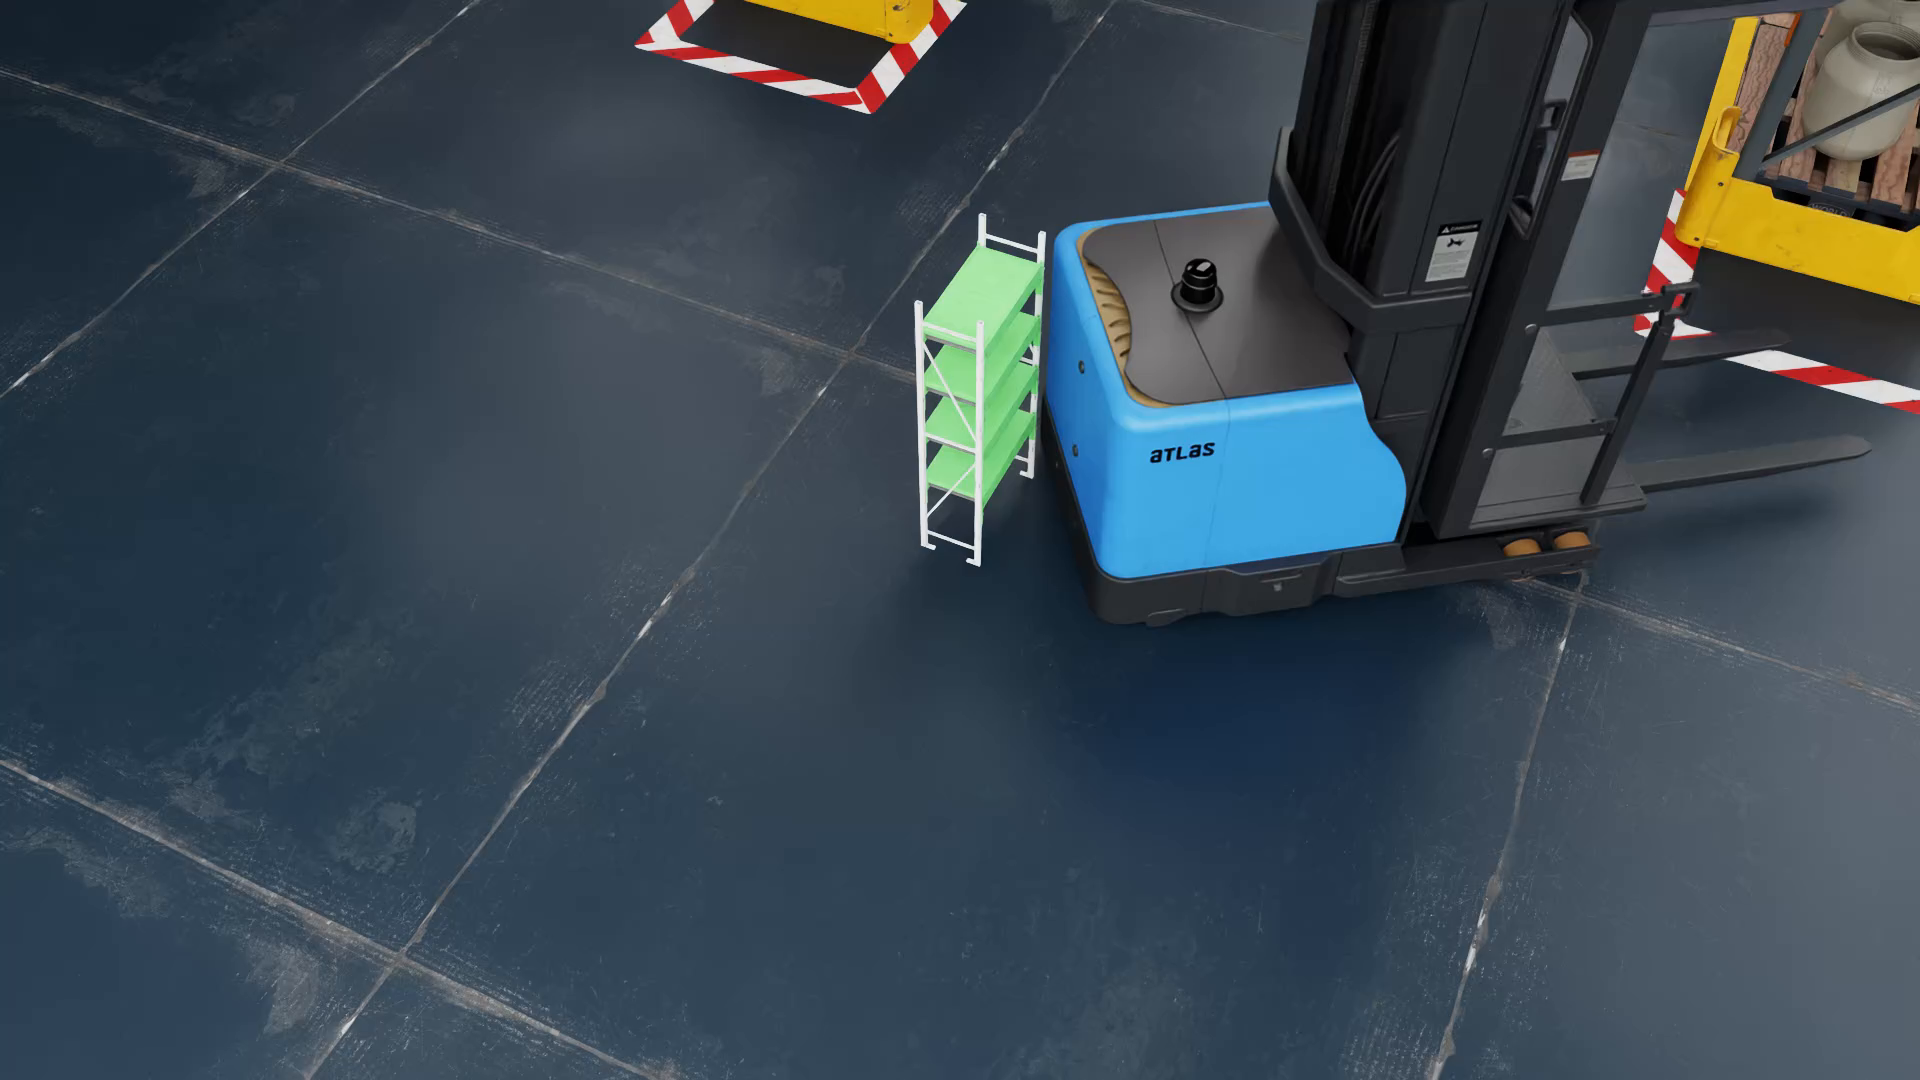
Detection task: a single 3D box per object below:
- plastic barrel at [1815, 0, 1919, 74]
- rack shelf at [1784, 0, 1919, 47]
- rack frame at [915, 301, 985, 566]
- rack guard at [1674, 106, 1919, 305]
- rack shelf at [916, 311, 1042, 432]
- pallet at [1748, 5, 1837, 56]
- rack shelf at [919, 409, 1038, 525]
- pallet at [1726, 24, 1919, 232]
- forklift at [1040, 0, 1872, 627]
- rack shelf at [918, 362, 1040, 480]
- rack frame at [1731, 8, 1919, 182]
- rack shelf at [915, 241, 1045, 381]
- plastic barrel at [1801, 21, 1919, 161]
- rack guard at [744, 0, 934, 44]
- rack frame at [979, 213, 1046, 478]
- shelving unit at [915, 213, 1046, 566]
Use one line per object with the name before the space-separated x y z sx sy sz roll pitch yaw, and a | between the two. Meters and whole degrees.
plastic barrel | 4.197 -2.317 7.610 0.421 0.512 0.421 0 50 0
rack shelf | 4.625 -3.308 7.568 1.077 0.370 4.000 20 52 16
rack frame | -0.034 -0.335 5.747 0.240 1.200 0.015 20 52 16
rack guard | 3.761 -1.422 7.131 1.175 0.500 0.348 20 52 16
rack shelf | 0.071 -0.617 5.756 0.258 0.148 0.480 20 52 16
pallet | 4.635 -2.723 8.428 1.003 0.211 1.213 20 52 16
rack shelf | 0.071 -0.306 6.121 0.258 0.148 0.480 20 52 16
pallet | 4.113 -1.886 7.716 1.003 0.211 1.213 20 52 16
forklift | 1.880 -1.189 5.337 3.031 2.935 1.130 -8 50 -7
rack shelf | 0.071 -0.461 5.939 0.258 0.148 0.480 20 52 16
rack frame | 3.771 -2.164 6.122 1.000 3.000 0.127 20 52 16
rack shelf | 0.071 -0.772 5.573 0.258 0.148 0.480 20 52 16
plastic barrel | 3.983 -1.972 7.316 0.421 0.512 0.421 0 50 0
rack guard | -0.716 -2.952 8.433 1.175 0.500 0.348 20 52 16
rack frame | 0.175 -0.671 6.033 0.240 1.200 0.015 20 52 16
shelving unit | 0.071 -0.503 5.890 0.258 1.200 0.503 20 52 16
